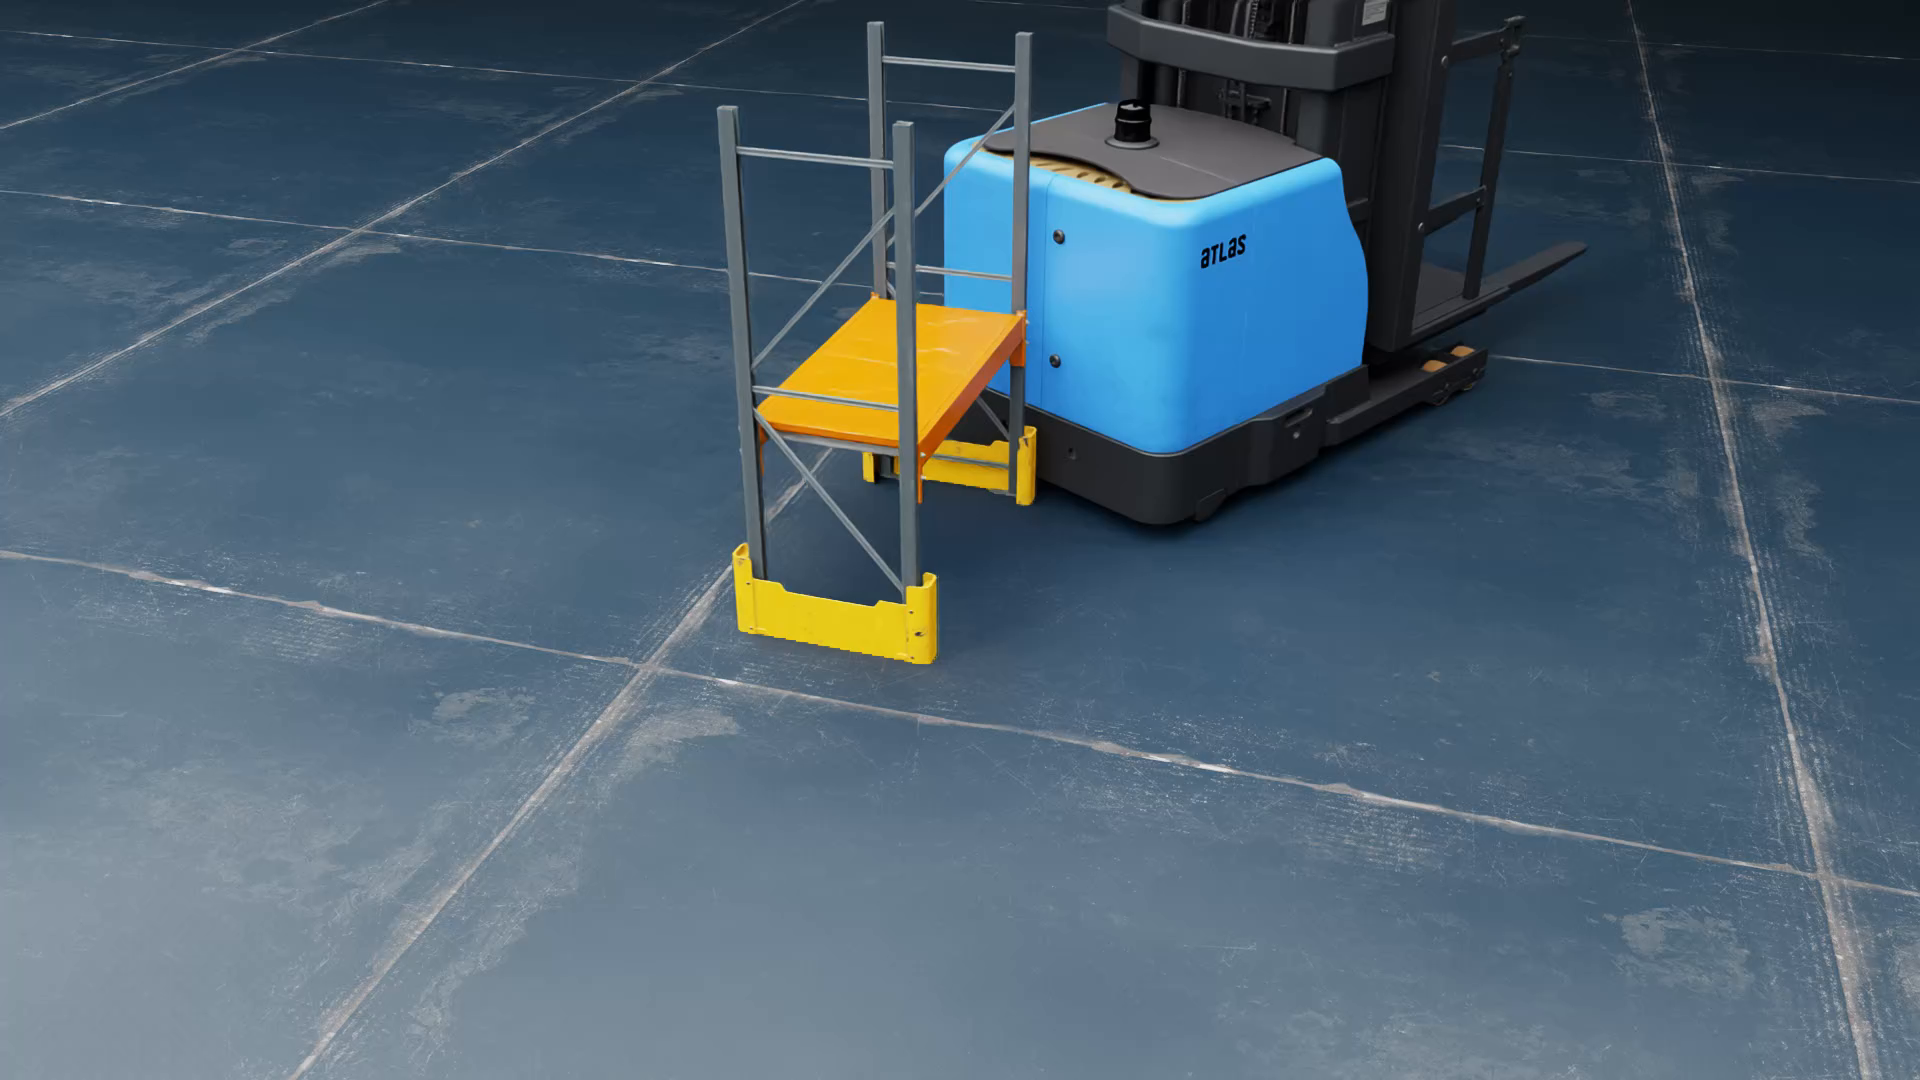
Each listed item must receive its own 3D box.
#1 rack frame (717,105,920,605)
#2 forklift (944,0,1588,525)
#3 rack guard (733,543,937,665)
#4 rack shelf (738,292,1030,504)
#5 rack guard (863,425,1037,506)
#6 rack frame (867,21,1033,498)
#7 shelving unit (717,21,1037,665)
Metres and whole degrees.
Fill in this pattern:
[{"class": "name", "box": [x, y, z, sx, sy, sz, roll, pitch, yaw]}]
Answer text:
[{"class": "rack frame", "box": [-0.352, -0.367, 4.367, 0.500, 1.500, 0.032, 9, 30, 16]}, {"class": "forklift", "box": [1.341, -1.939, 5.720, 3.031, 2.935, 1.130, -25, 38, -37]}, {"class": "rack guard", "box": [-0.351, 0.178, 4.672, 0.587, 0.250, 0.087, 9, 30, 16]}, {"class": "rack shelf", "box": [-0.192, -0.445, 4.877, 0.538, 0.185, 1.000, 9, 30, 16]}, {"class": "rack guard", "box": [-0.038, -0.281, 5.499, 0.587, 0.250, 0.087, 9, 30, 16]}, {"class": "rack frame", "box": [-0.032, -0.836, 5.211, 0.500, 1.500, 0.032, 9, 30, 16]}, {"class": "shelving unit", "box": [-0.195, -0.598, 4.782, 0.587, 1.500, 1.083, 9, 30, 16]}]
